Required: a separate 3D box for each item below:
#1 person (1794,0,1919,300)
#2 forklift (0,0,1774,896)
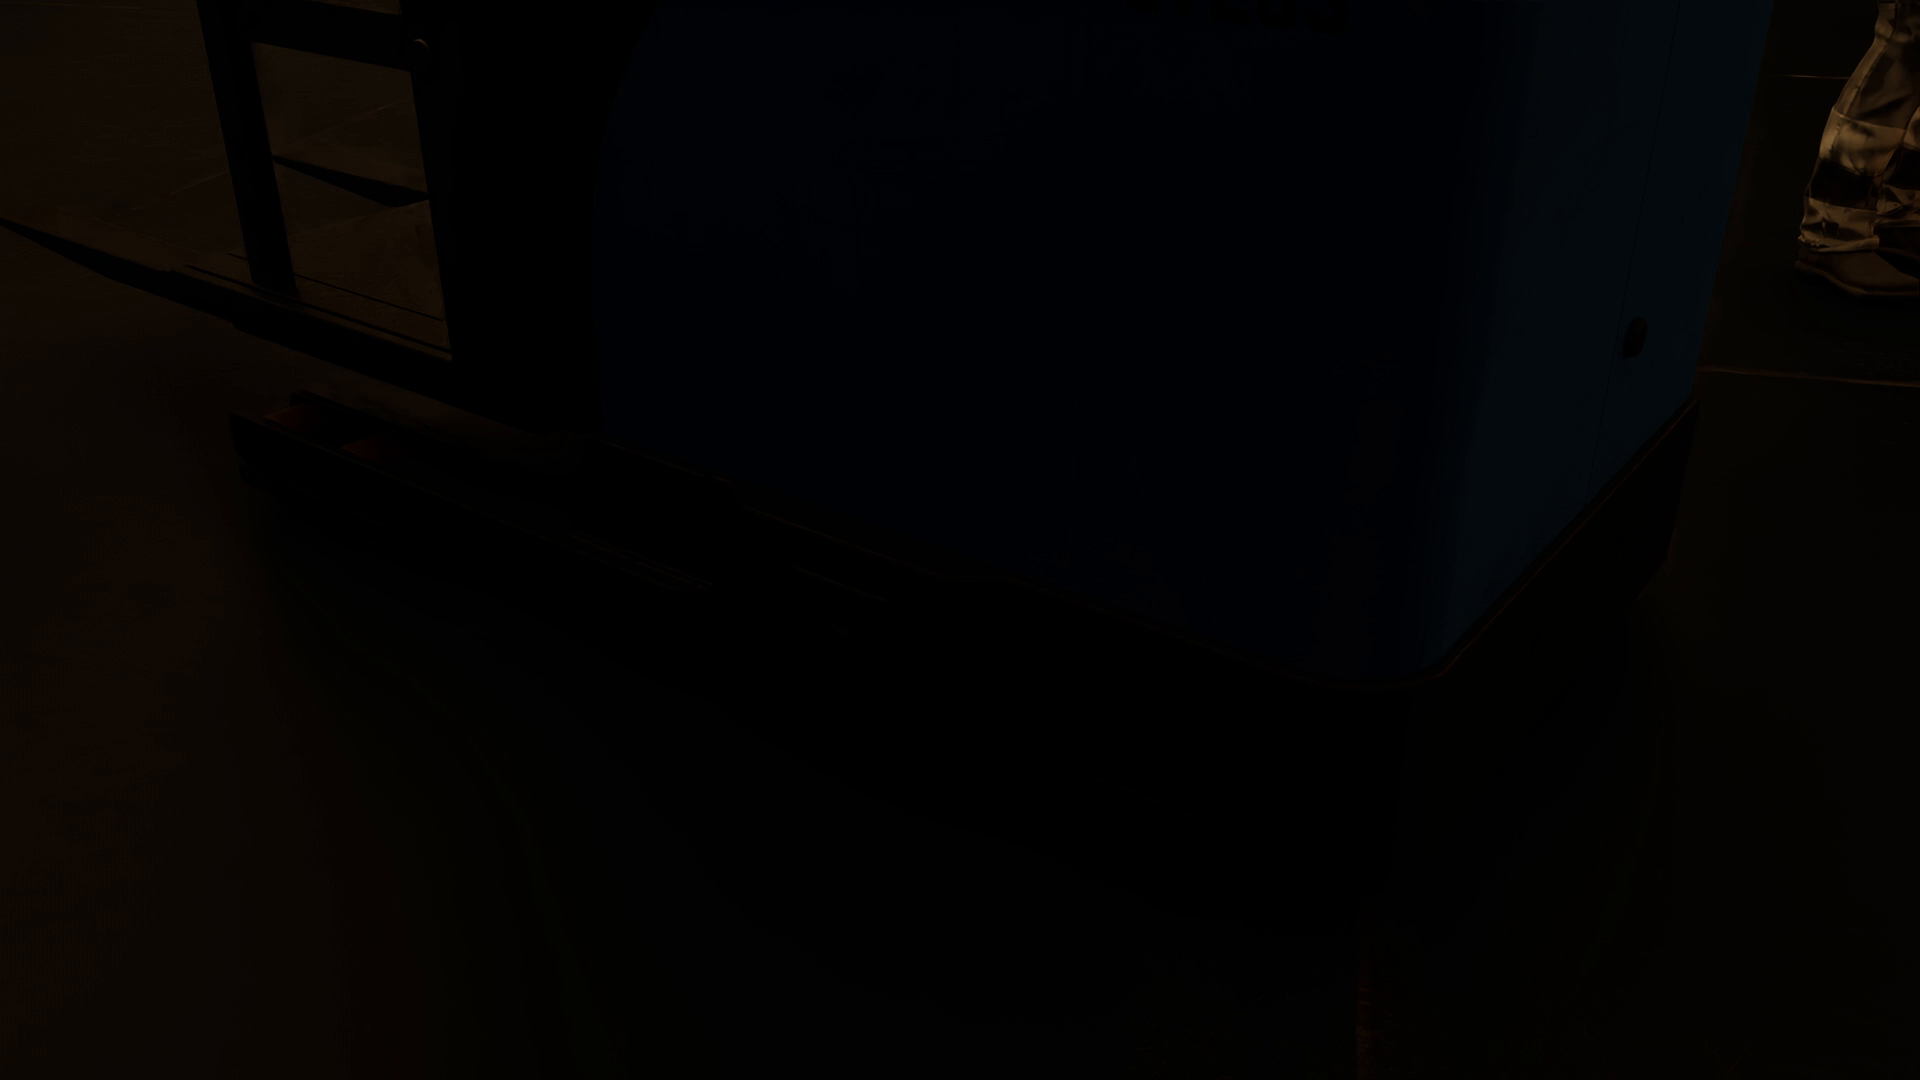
[{"bbox_3d":[2.049,-1.390,3.287,0.612,1.777,0.454,-18,32,-32],"label":"person"},{"bbox_3d":[-0.500,-1.470,2.160,3.031,2.935,1.130,19,32,32],"label":"forklift"}]
